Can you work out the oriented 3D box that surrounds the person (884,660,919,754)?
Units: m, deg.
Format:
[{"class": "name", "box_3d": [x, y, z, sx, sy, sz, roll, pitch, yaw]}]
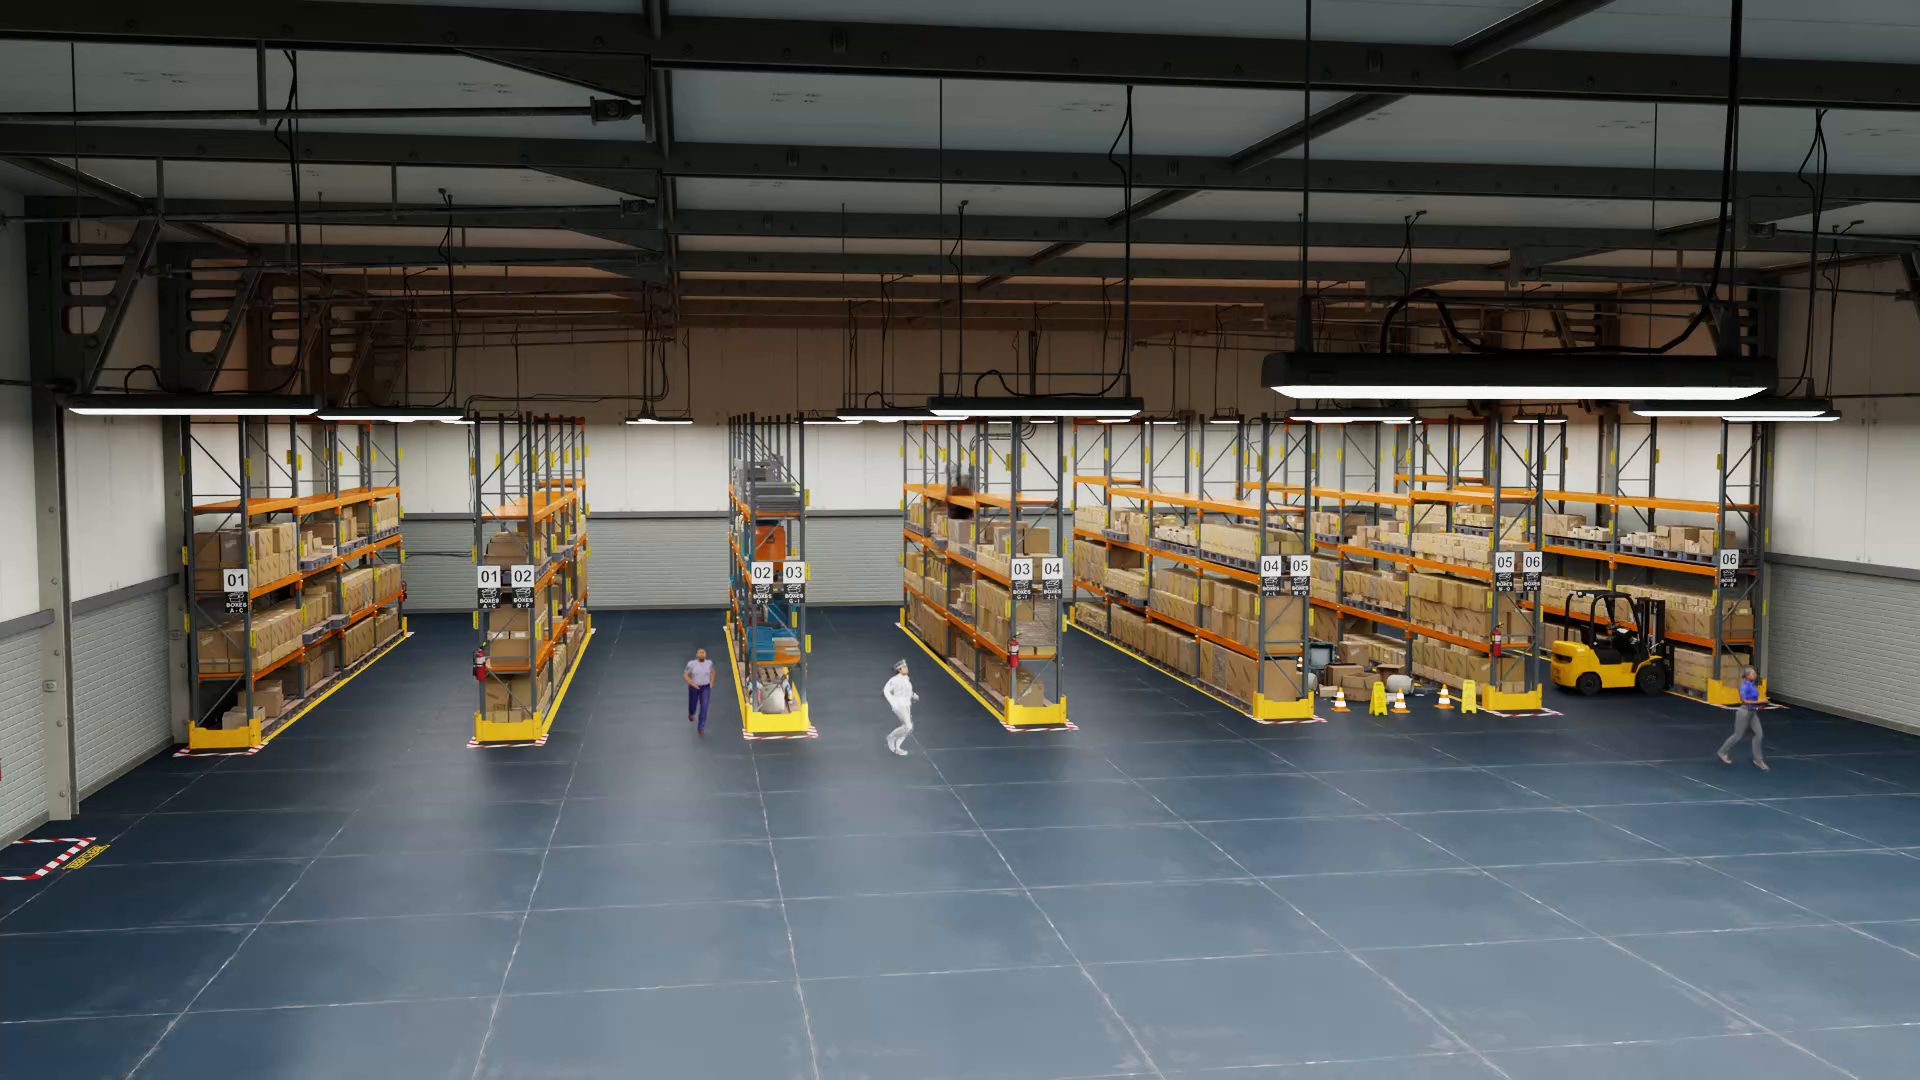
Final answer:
[{"class": "person", "box_3d": [-0.990, 2.914, 29.015, 0.510, 1.669, 0.662, 2, 4, 28]}]

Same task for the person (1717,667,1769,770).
[{"class": "person", "box_3d": [13.186, 2.986, 27.954, 0.578, 1.711, 0.817, -4, 5, -43]}]

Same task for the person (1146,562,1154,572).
[{"class": "person", "box_3d": [5.456, 1.534, 48.140, 0.663, 1.805, 0.909, -2, 4, -23]}]

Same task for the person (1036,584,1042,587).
[{"class": "person", "box_3d": [2.258, 1.622, 48.214, 0.568, 1.721, 0.738, 1, 4, 12]}]

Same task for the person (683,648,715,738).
[{"class": "person", "box_3d": [-4.864, 2.831, 31.080, 0.602, 1.632, 1.022, -1, 4, -14]}]
